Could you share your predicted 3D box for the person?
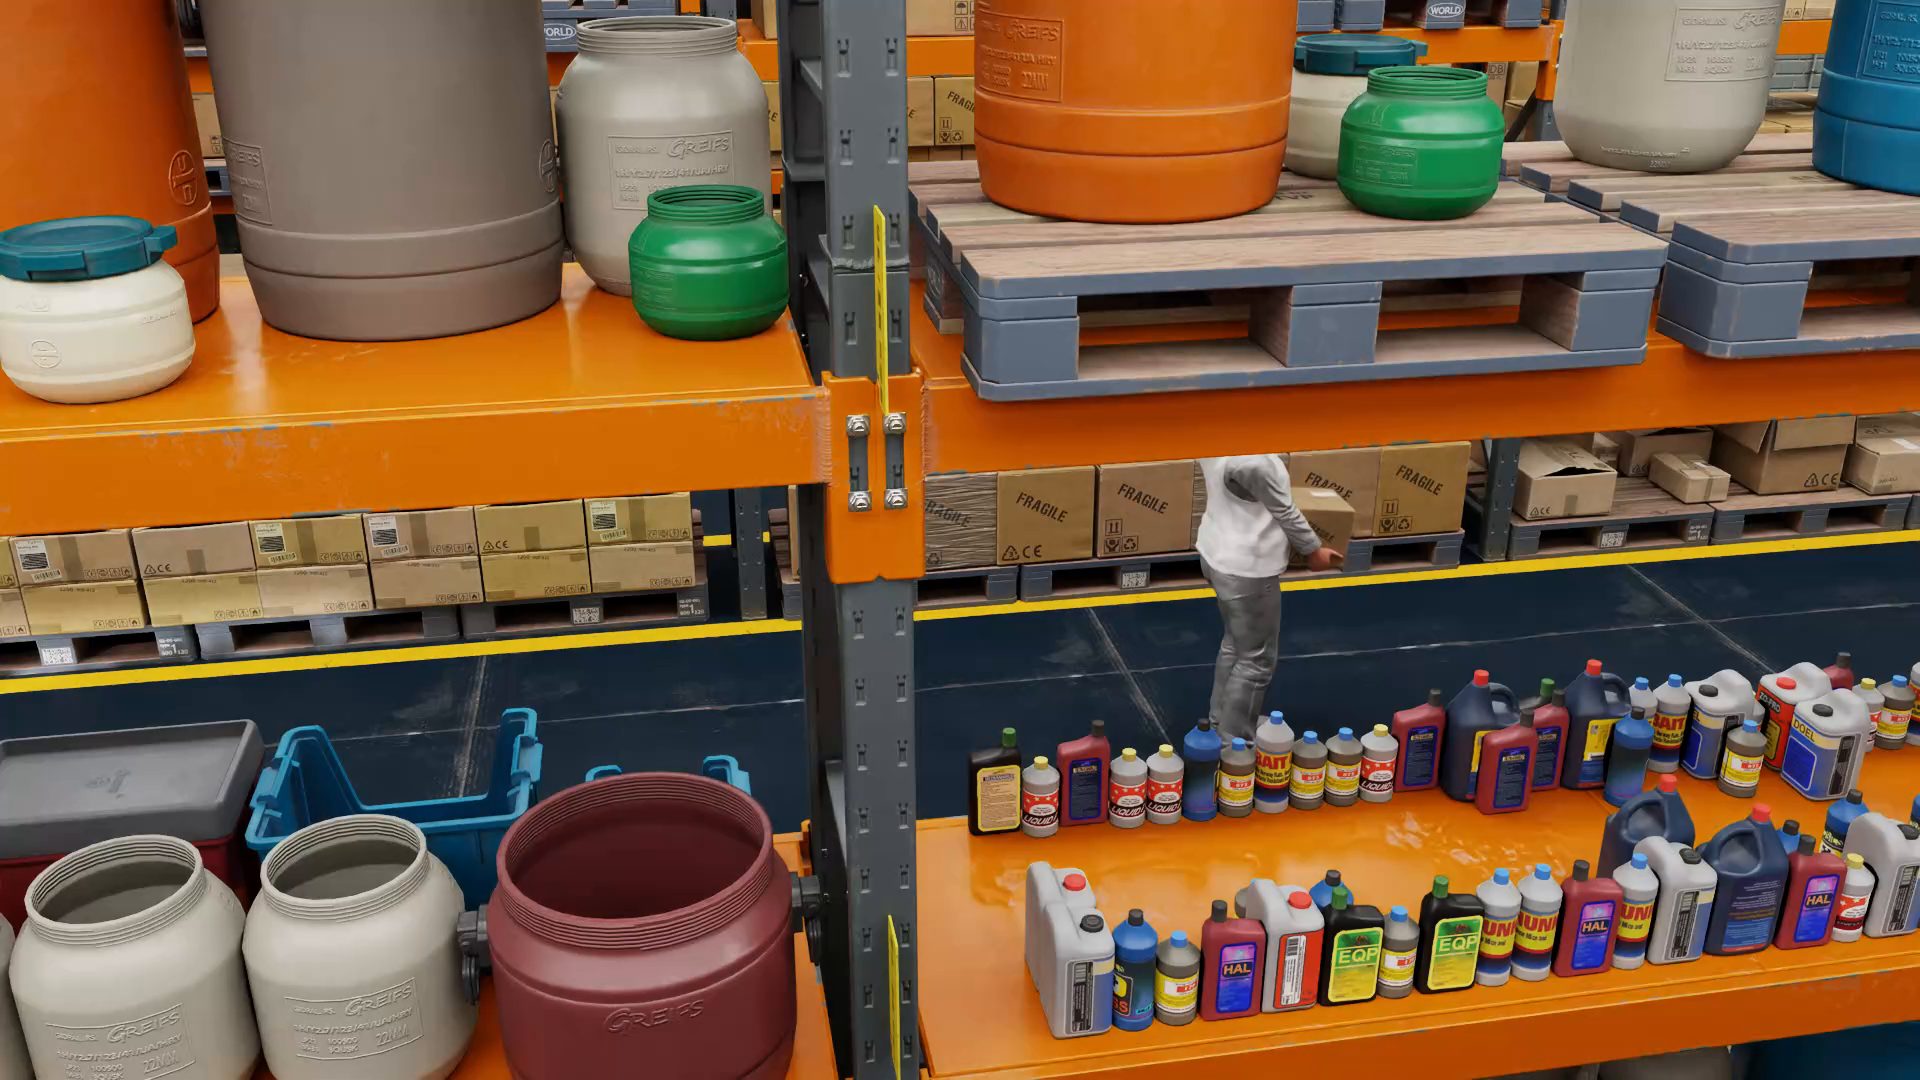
[{"bbox_3d":[1.258,0.078,6.894,0.563,1.762,0.494,-4,23,-9],"label":"person"}]
